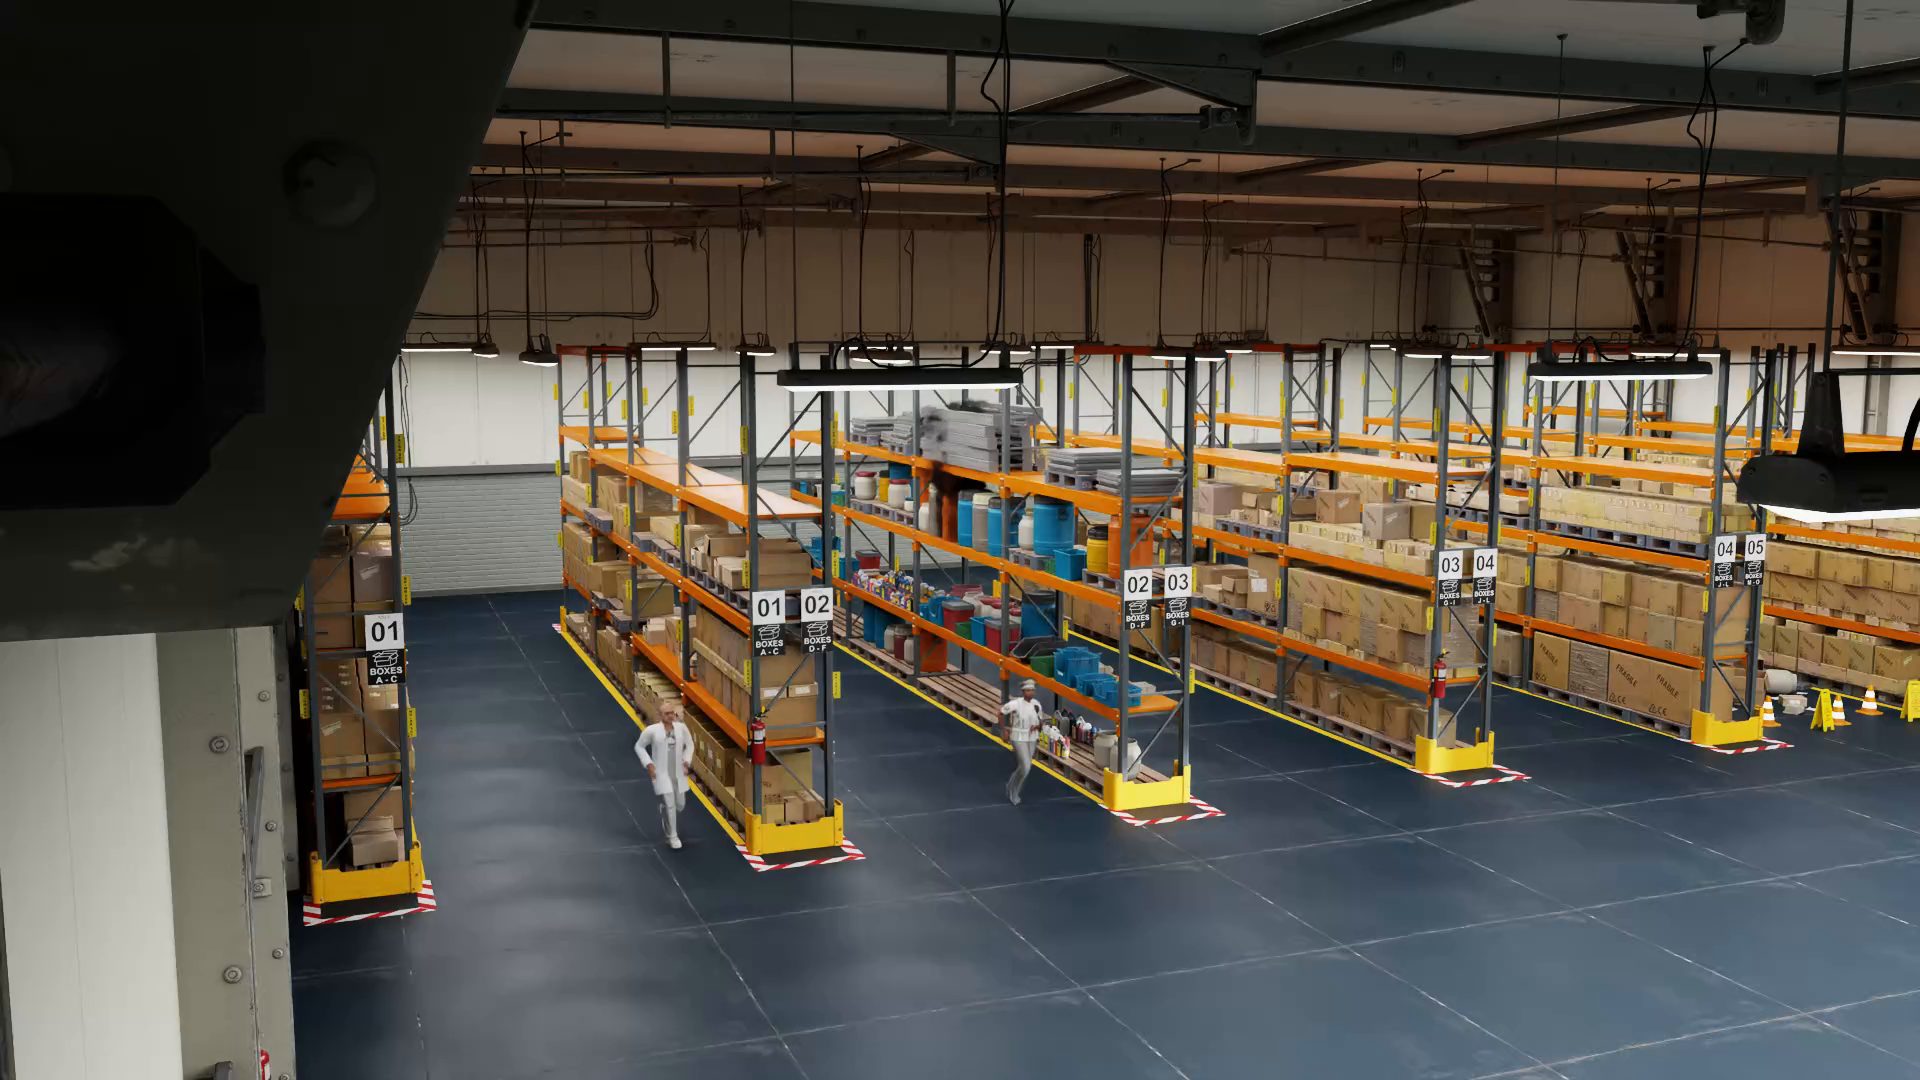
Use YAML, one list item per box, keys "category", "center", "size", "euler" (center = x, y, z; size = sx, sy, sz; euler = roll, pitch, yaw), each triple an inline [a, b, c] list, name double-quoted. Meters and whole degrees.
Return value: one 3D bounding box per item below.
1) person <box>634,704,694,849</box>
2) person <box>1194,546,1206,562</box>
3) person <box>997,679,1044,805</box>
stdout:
- category: "person"
  center: [-3.626, 2.866, 20.487]
  size: [0.733, 1.753, 0.780]
  euler: [-4, 8, -30]
- category: "person"
  center: [5.962, 0.241, 41.522]
  size: [0.868, 1.649, 0.602]
  euler: [1, 7, 8]
- category: "person"
  center: [0.864, 2.695, 22.262]
  size: [0.560, 1.681, 0.626]
  euler: [-5, 9, -32]
